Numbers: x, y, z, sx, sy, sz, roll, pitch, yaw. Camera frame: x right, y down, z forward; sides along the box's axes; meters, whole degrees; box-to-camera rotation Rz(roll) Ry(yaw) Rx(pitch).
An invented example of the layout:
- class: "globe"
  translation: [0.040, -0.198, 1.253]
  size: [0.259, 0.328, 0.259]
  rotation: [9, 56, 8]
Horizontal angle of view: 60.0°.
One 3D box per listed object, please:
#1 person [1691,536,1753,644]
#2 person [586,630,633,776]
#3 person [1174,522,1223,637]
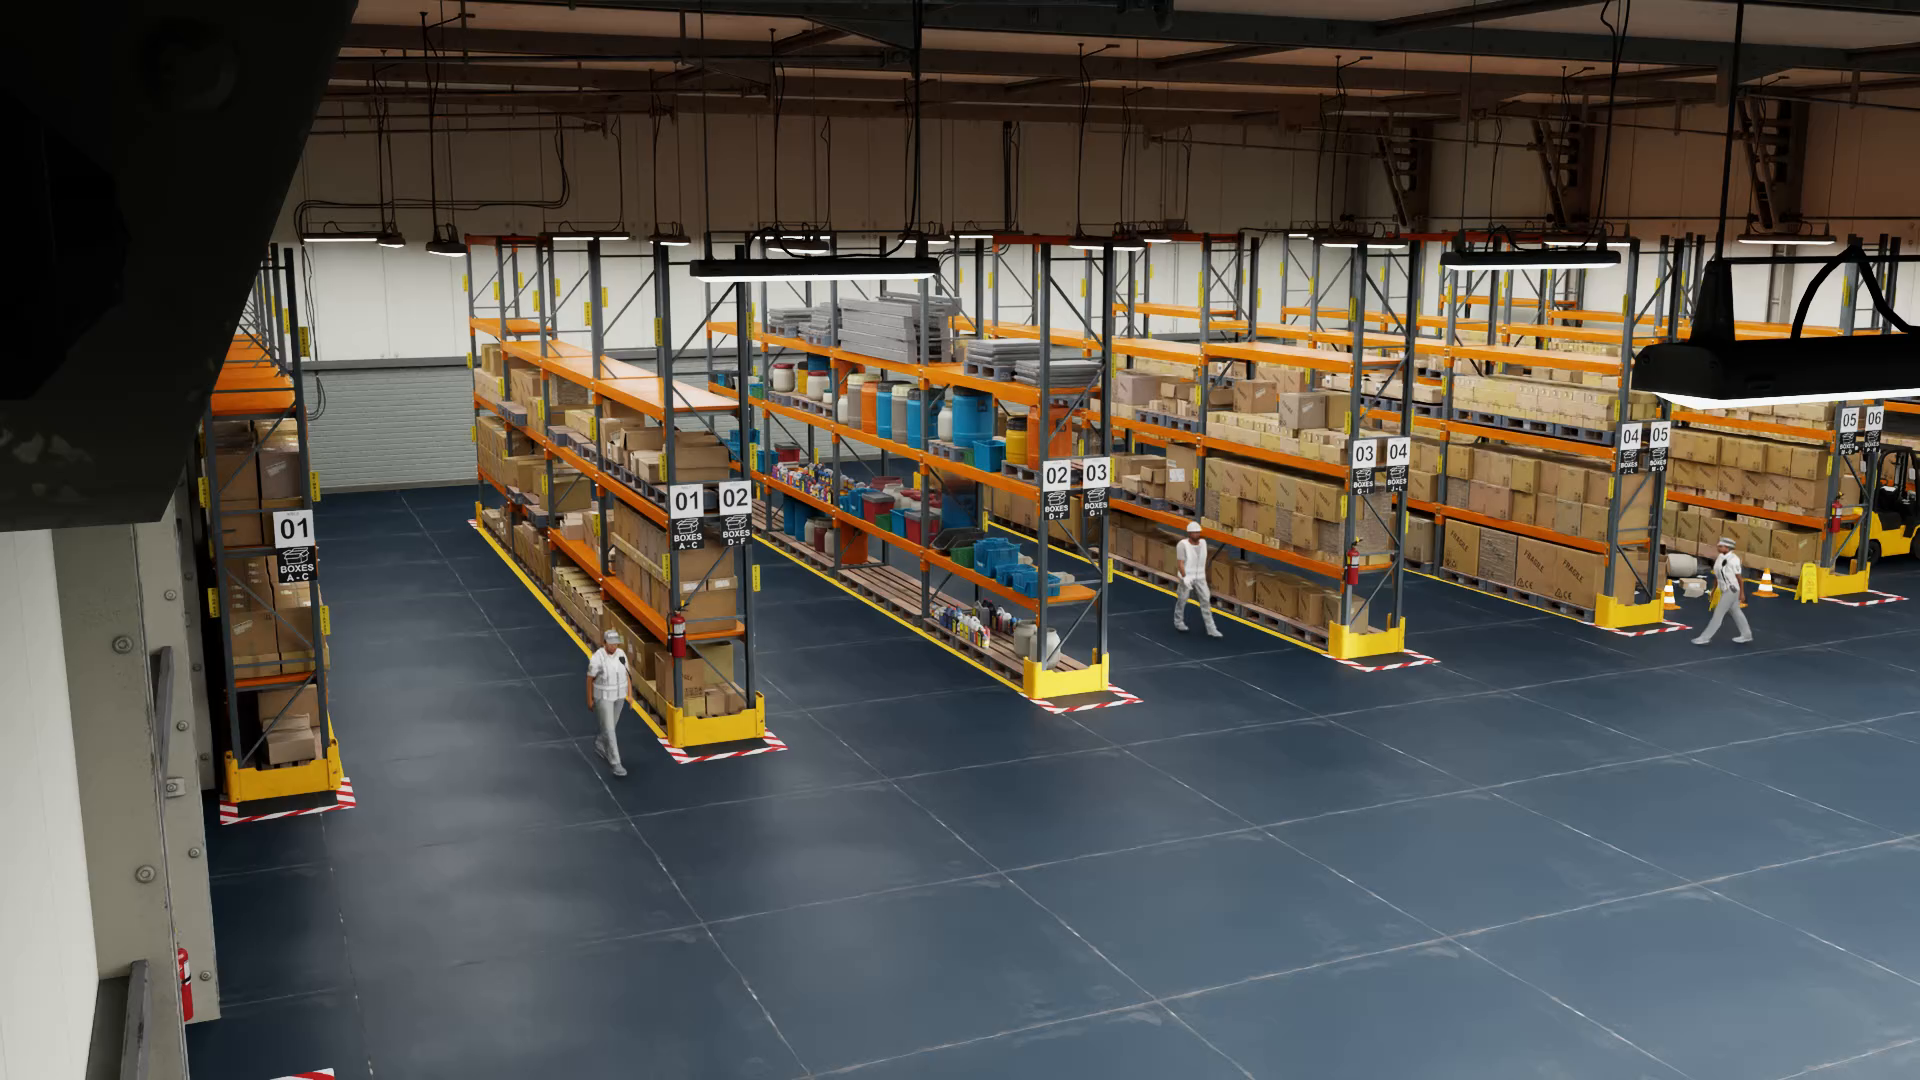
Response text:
- class: "person"
  translation: [11.461, 0.740, 24.926]
  size: [0.972, 1.612, 0.480]
  rotation: [0, 11, 2]
- class: "person"
  translation: [-4.046, 1.832, 19.322]
  size: [0.948, 1.611, 0.517]
  rotation: [10, 15, 41]
- class: "person"
  translation: [3.600, 0.589, 25.361]
  size: [0.578, 1.734, 0.969]
  rotation: [-4, 12, -18]
